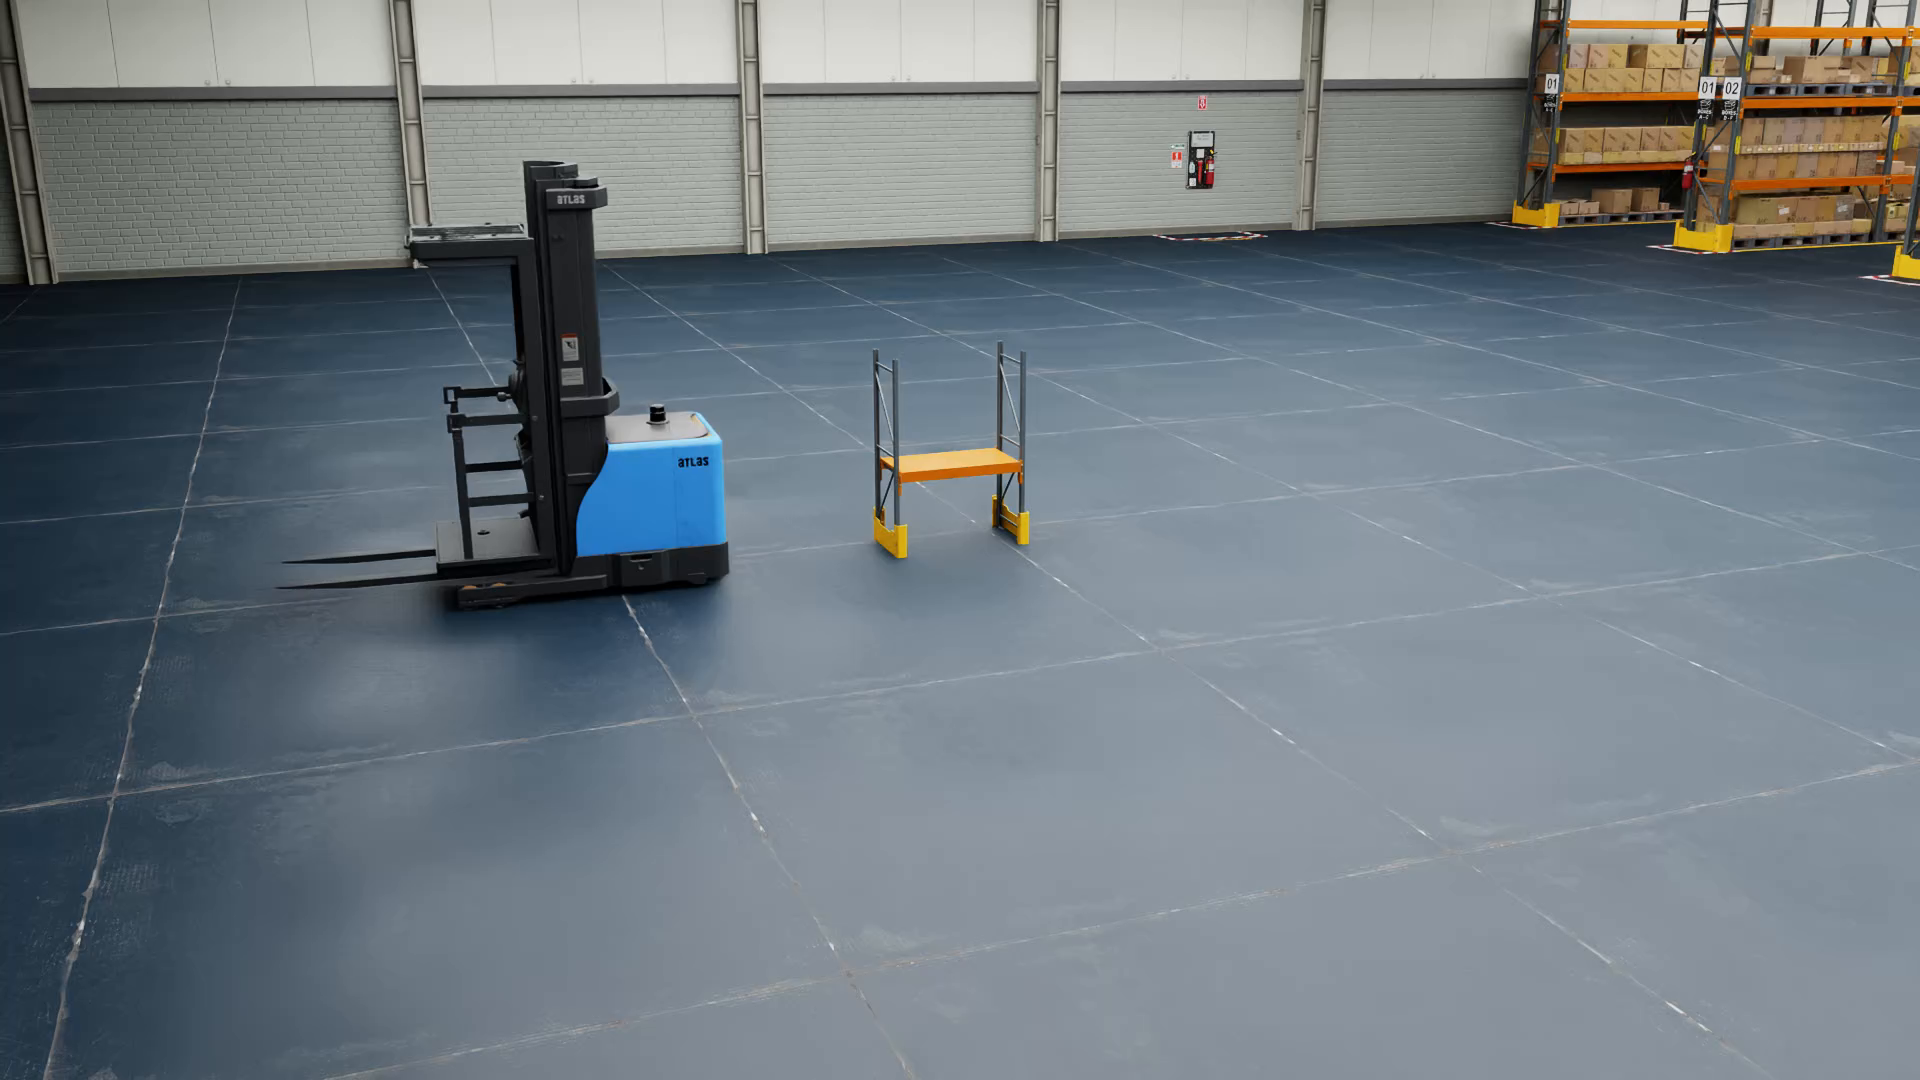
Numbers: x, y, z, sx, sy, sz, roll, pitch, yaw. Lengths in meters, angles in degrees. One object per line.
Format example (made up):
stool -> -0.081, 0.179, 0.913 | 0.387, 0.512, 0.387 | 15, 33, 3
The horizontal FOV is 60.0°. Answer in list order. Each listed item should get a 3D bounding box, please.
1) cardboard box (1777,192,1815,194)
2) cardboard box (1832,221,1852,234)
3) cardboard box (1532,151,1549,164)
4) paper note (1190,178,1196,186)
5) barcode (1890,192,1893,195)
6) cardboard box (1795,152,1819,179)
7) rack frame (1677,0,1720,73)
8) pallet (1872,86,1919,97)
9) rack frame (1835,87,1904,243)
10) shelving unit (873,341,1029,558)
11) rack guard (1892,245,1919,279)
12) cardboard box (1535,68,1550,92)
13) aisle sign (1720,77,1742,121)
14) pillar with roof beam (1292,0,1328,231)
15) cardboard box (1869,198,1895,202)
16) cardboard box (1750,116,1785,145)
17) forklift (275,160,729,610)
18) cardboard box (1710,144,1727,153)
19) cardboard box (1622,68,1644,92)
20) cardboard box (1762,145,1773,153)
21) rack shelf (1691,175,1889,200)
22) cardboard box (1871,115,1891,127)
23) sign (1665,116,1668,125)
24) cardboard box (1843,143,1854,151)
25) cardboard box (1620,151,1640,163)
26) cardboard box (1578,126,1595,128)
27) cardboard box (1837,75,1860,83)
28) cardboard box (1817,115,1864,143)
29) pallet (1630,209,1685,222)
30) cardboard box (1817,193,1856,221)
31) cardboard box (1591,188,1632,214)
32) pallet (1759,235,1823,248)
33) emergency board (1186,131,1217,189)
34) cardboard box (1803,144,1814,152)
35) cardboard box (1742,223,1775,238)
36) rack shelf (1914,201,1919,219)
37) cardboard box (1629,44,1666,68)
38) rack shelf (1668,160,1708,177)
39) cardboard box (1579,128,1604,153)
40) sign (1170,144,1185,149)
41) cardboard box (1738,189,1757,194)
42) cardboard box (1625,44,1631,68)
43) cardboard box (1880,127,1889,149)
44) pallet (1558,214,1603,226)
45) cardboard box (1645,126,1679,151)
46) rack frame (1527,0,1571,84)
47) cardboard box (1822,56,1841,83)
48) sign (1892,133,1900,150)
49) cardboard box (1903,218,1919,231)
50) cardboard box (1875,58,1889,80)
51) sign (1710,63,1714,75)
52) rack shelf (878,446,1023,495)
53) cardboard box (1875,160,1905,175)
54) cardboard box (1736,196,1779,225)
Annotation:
cardboard box -> 16.632, -6.669, 33.159 | 0.500, 0.500, 0.500 | -6, 17, -20
cardboard box -> 17.286, -6.222, 32.969 | 0.500, 0.250, 0.500 | -6, 17, -20
cardboard box -> 12.967, -8.427, 36.575 | 0.500, 0.250, 0.500 | -6, 17, -19
paper note -> 4.830, -7.423, 34.488 | 0.142, 0.148, 0.016 | -6, 17, -20
barcode -> 18.498, -6.881, 33.028 | 0.075, 0.075, 0.001 | -6, 17, -20
cardboard box -> 16.261, -7.337, 32.454 | 0.500, 0.500, 0.700 | -6, 17, -18
rack frame -> 16.335, -11.673, 36.750 | 0.127, 3.000, 1.000 | -6, 17, -20
pallet -> 18.930, -8.932, 33.077 | 1.217, 0.209, 0.805 | -7, 18, -22
rack frame -> 18.111, -7.492, 33.158 | 0.127, 3.000, 1.000 | -6, 17, -20
shelving unit -> -0.071, -0.712, 12.732 | 1.083, 1.500, 0.587 | -6, 17, -20
rack guard -> 16.199, -4.606, 27.766 | 0.348, 0.500, 1.175 | -6, 17, -20
cardboard box -> 12.899, -9.997, 36.153 | 0.500, 0.500, 0.500 | -5, 17, -16
aisle sign -> 14.424, -8.249, 31.122 | 0.004, 0.787, 0.394 | -6, 17, -20
pillar with roof beam -> 8.882, -9.831, 30.475 | 0.400, 9.000, 9.100 | -6, 17, -20
cardboard box -> 18.870, -6.814, 33.988 | 0.500, 0.311, 0.500 | -6, 17, -19
cardboard box -> 15.355, -7.863, 31.941 | 0.500, 0.500, 0.700 | -7, 18, -22
forklift -> -3.228, -1.094, 11.492 | 3.031, 2.935, 1.130 | -5, 17, -17
cardboard box -> 14.664, -7.537, 31.982 | 0.250, 0.149, 0.380 | -6, 18, -21
cardboard box -> 14.492, -10.014, 36.211 | 0.500, 0.500, 0.500 | -5, 17, -17
cardboard box -> 15.298, -7.483, 31.799 | 0.250, 0.149, 0.380 | -6, 17, -20
rack shelf -> 16.243, -6.945, 32.573 | 4.000, 0.370, 1.077 | -6, 17, -20
cardboard box -> 21.553, -9.842, 39.090 | 0.500, 0.250, 0.500 | -6, 17, -20
sign -> 16.133, -9.496, 37.928 | 0.005, 0.325, 0.100 | -6, 17, -20
cardboard box -> 17.214, -7.689, 32.501 | 0.250, 0.149, 0.380 | -6, 17, -20
cardboard box -> 14.599, -8.451, 36.656 | 0.500, 0.250, 0.500 | -6, 17, -20
cardboard box -> 13.919, -8.894, 36.832 | 0.500, 0.500, 0.500 | -7, 18, -22
cardboard box -> 17.082, -8.886, 32.033 | 0.250, 0.149, 0.380 | -6, 17, -20
cardboard box -> 17.227, -8.065, 32.629 | 0.500, 0.500, 0.700 | -6, 17, -20
pallet -> 15.720, -7.380, 37.726 | 1.213, 0.211, 1.003 | -6, 17, -20
cardboard box -> 17.285, -6.582, 32.865 | 0.500, 0.500, 0.500 | -6, 17, -20
cardboard box -> 14.513, -7.568, 37.072 | 0.500, 0.500, 0.700 | -7, 18, -24
pallet -> 16.212, -5.961, 32.893 | 1.213, 0.211, 1.003 | -6, 17, -20
emergency board -> 5.020, -7.846, 34.363 | 0.643, 1.169, 0.194 | -6, 17, -20
cardboard box -> 16.255, -7.586, 32.148 | 0.250, 0.149, 0.380 | -6, 17, -20
cardboard box -> 15.422, -6.018, 32.273 | 0.500, 0.250, 0.500 | -6, 17, -20
rack shelf -> 18.012, -5.642, 28.134 | 4.000, 0.370, 1.077 | -6, 17, -20
cardboard box -> 14.972, -10.536, 36.214 | 0.500, 0.500, 0.500 | -7, 18, -22
rack shelf -> 18.202, -8.651, 38.383 | 4.000, 0.370, 1.077 | -6, 17, -20
cardboard box -> 13.618, -8.705, 36.190 | 0.500, 0.500, 0.500 | -6, 17, -20
sign -> 4.474, -8.087, 34.180 | 0.331, 0.109, 0.001 | -6, 17, -20
cardboard box -> 17.972, -7.991, 38.515 | 0.500, 0.500, 0.700 | -6, 17, -19
cardboard box -> 14.355, -10.631, 36.536 | 0.500, 0.500, 0.500 | -6, 17, -20
cardboard box -> 21.571, -9.480, 39.188 | 0.500, 0.500, 0.500 | -6, 17, -20
pallet -> 13.442, -7.134, 36.888 | 1.213, 0.211, 1.003 | -6, 17, -20
cardboard box -> 15.540, -8.912, 36.892 | 0.500, 0.500, 0.500 | -6, 17, -20
rack frame -> 12.600, -11.270, 35.377 | 0.127, 3.000, 1.000 | -6, 17, -20
cardboard box -> 16.528, -9.117, 32.190 | 0.637, 0.503, 0.797 | -4, 17, -14
sign -> 18.311, -7.800, 32.529 | 0.005, 0.325, 0.100 | -6, 17, -20
cardboard box -> 19.054, -6.401, 33.577 | 0.500, 0.250, 0.500 | -6, 17, -19
cardboard box -> 21.500, -11.080, 39.095 | 0.500, 0.500, 0.700 | -5, 17, -17
sign -> 16.536, -10.340, 36.616 | 0.005, 0.325, 0.100 | -6, 17, -20
rack shelf -> -0.080, -0.538, 12.779 | 1.000, 0.185, 0.538 | -6, 17, -20
cardboard box -> 18.555, -7.481, 33.388 | 0.500, 0.250, 0.500 | -5, 17, -17
cardboard box -> 15.422, -6.377, 32.166 | 0.500, 0.500, 0.500 | -6, 17, -20
